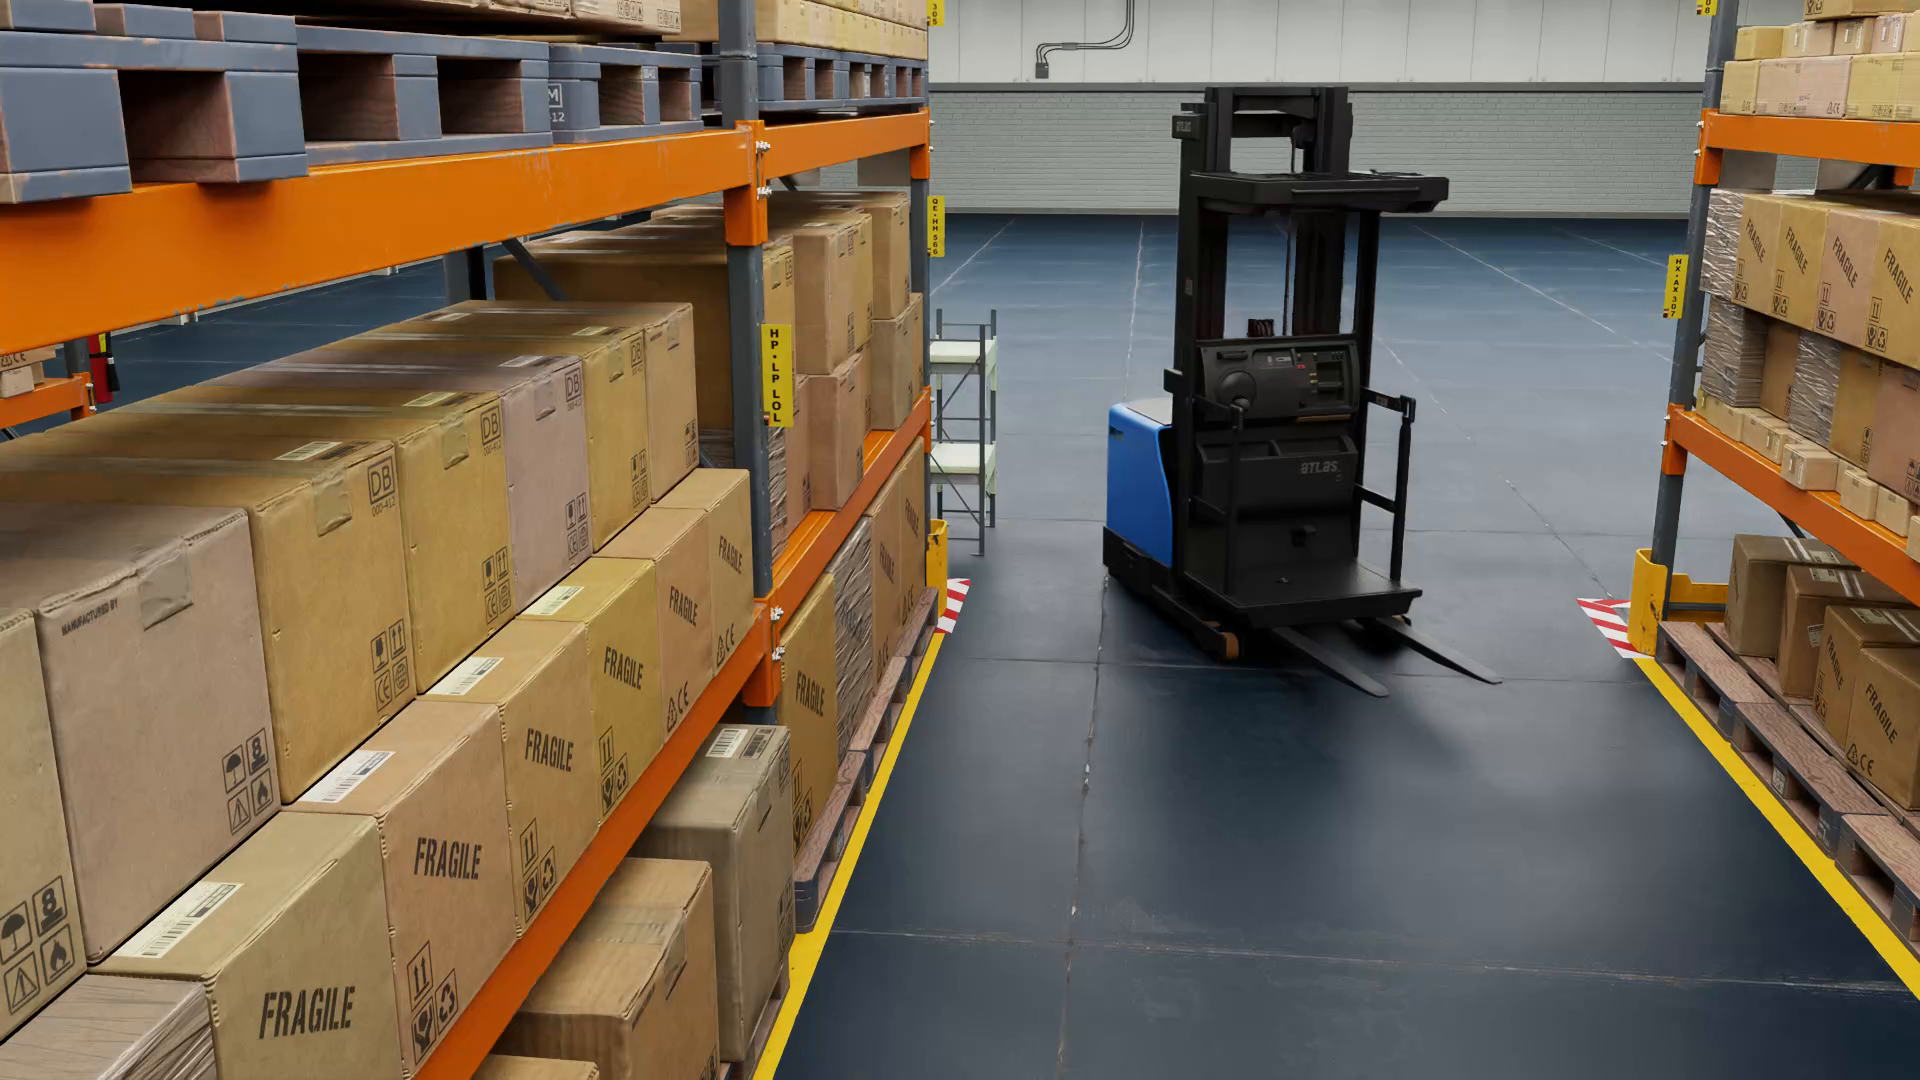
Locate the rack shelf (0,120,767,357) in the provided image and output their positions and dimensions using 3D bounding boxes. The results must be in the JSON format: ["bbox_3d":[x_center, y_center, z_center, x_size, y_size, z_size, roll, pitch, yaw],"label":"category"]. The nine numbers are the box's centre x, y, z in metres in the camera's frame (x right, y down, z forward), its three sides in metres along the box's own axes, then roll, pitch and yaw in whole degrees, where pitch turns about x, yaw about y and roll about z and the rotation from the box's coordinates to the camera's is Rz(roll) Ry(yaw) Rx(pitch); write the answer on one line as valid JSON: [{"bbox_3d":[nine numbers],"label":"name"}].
[{"bbox_3d":[-1.348,-0.594,3.245,1.077,0.370,4.000,2,15,6],"label":"rack shelf"}]

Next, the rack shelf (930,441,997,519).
[{"bbox_3d":[0.001,-0.411,11.058,0.431,0.370,0.720,2,15,6],"label":"rack shelf"}]

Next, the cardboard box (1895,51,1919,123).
[{"bbox_3d":[3.708,-1.609,5.906,0.500,0.250,0.500,2,15,6],"label":"cardboard box"}]

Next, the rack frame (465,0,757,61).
[{"bbox_3d":[-1.122,-2.908,4.677,1.000,3.000,0.127,2,15,6],"label":"rack frame"}]

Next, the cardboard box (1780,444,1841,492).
[{"bbox_3d":[3.711,-0.303,7.017,0.380,0.149,0.250,2,15,6],"label":"cardboard box"}]

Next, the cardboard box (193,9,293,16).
[{"bbox_3d":[-1.544,-1.167,3.247,0.396,0.266,0.258,2,15,6],"label":"cardboard box"}]

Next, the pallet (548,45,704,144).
[{"bbox_3d":[-1.177,-1.129,4.209,0.805,0.209,1.217,1,15,4],"label":"pallet"}]

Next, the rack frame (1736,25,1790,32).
[{"bbox_3d":[4.243,-3.773,7.877,0.949,2.616,0.053,2,15,6],"label":"rack frame"}]

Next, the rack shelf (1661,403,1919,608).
[{"bbox_3d":[4.020,-0.011,6.836,1.077,0.370,4.000,2,15,6],"label":"rack shelf"}]

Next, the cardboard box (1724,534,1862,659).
[{"bbox_3d":[4.159,0.288,8.334,0.500,0.500,0.500,5,16,17],"label":"cardboard box"}]

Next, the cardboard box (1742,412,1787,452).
[{"bbox_3d":[3.879,-0.495,7.727,0.380,0.149,0.250,2,15,6],"label":"cardboard box"}]

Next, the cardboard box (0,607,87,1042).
[{"bbox_3d":[-1.513,0.378,1.910,0.700,0.500,0.500,2,15,6],"label":"cardboard box"}]

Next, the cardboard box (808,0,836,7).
[{"bbox_3d":[-0.734,-2.032,5.905,0.500,0.250,0.500,2,15,6],"label":"cardboard box"}]

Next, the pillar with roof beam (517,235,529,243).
[{"bbox_3d":[-4.522,-10.154,31.475,9.100,9.000,0.400,2,15,6],"label":"pillar with roof beam"}]

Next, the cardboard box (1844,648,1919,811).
[{"bbox_3d":[3.928,0.749,6.628,0.500,0.500,0.500,0,15,1],"label":"cardboard box"}]

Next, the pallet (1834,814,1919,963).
[{"bbox_3d":[3.835,1.331,5.835,1.003,0.211,1.213,2,15,6],"label":"pallet"}]

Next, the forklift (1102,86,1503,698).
[{"bbox_3d":[1.802,-0.883,8.813,1.130,2.935,3.031,-5,16,-16],"label":"forklift"}]

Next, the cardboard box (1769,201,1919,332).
[{"bbox_3d":[3.795,-1.158,7.021,0.500,0.500,0.500,2,15,6],"label":"cardboard box"}]

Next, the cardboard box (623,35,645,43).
[{"bbox_3d":[-1.343,-1.826,5.908,0.380,0.149,0.250,2,15,7],"label":"cardboard box"}]

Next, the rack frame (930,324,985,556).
[{"bbox_3d":[-0.041,-0.631,10.622,0.400,1.500,0.023,2,15,6],"label":"rack frame"}]

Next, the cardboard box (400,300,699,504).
[{"bbox_3d":[-1.173,-0.414,4.840,0.700,0.500,0.500,1,15,5],"label":"cardboard box"}]

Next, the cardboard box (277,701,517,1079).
[{"bbox_3d":[-1.143,0.606,2.984,0.500,0.500,0.500,2,15,6],"label":"cardboard box"}]

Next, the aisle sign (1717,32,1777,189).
[{"bbox_3d":[3.955,-2.157,8.413,0.394,0.787,0.004,2,15,6],"label":"aisle sign"}]

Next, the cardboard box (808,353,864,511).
[{"bbox_3d":[-0.875,-0.461,6.831,0.875,0.550,0.550,2,15,6],"label":"cardboard box"}]

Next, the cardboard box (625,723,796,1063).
[{"bbox_3d":[-1.103,1.035,5.094,1.050,0.750,0.750,2,15,6],"label":"cardboard box"}]

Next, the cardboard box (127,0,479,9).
[{"bbox_3d":[-1.159,-1.075,2.819,0.500,0.311,0.500,1,15,5],"label":"cardboard box"}]

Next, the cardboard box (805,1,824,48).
[{"bbox_3d":[-0.687,-1.806,5.834,0.380,0.149,0.250,2,15,6],"label":"cardboard box"}]

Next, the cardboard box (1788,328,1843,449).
[{"bbox_3d":[4.120,-0.666,7.116,0.875,0.500,0.500,2,15,6],"label":"cardboard box"}]

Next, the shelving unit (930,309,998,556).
[{"bbox_3d":[0.001,-0.726,10.973,0.431,1.500,0.755,2,15,6],"label":"shelving unit"}]

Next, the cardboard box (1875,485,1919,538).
[{"bbox_3d":[3.717,-0.106,6.288,0.380,0.149,0.250,2,15,6],"label":"cardboard box"}]

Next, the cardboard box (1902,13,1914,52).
[{"bbox_3d":[3.806,-1.910,6.256,0.380,0.149,0.250,1,15,4],"label":"cardboard box"}]

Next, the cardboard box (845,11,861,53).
[{"bbox_3d":[-0.602,-2.005,6.568,0.380,0.149,0.250,2,15,6],"label":"cardboard box"}]

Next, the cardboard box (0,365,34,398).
[{"bbox_3d":[-5.349,-0.876,9.135,0.380,0.149,0.250,2,15,6],"label":"cardboard box"}]

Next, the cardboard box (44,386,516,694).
[{"bbox_3d":[-1.344,-0.019,3.378,0.700,0.500,0.500,2,15,6],"label":"cardboard box"}]

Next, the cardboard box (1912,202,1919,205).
[{"bbox_3d":[4.320,-1.142,6.964,0.500,0.500,0.500,2,15,6],"label":"cardboard box"}]

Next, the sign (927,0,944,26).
[{"bbox_3d":[-0.133,-2.867,8.728,0.100,0.325,0.005,2,15,6],"label":"sign"}]

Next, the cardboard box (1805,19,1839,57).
[{"bbox_3d":[3.821,-2.116,7.017,0.380,0.149,0.250,2,15,6],"label":"cardboard box"}]

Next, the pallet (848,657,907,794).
[{"bbox_3d":[-0.824,0.822,7.719,1.003,0.211,1.213,2,15,6],"label":"pallet"}]

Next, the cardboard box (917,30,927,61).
[{"bbox_3d":[-0.372,-2.531,8.515,0.380,0.149,0.250,2,15,6],"label":"cardboard box"}]

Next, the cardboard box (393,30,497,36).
[{"bbox_3d":[-1.439,-1.497,4.467,0.258,0.266,0.396,1,15,5],"label":"cardboard box"}]

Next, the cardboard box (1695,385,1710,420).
[{"bbox_3d":[3.977,-0.689,8.445,0.380,0.149,0.250,2,15,6],"label":"cardboard box"}]

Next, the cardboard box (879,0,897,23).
[{"bbox_3d":[-0.563,-2.425,7.358,0.500,0.250,0.500,2,15,6],"label":"cardboard box"}]

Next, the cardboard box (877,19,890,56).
[{"bbox_3d":[-0.516,-2.202,7.296,0.380,0.149,0.250,2,15,7],"label":"cardboard box"}]

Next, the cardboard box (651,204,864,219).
[{"bbox_3d":[-0.920,-1.262,7.725,0.875,0.550,0.550,2,15,6],"label":"cardboard box"}]

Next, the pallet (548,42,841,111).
[{"bbox_3d":[-1.020,-1.629,5.864,1.003,0.211,1.213,2,15,6],"label":"pallet"}]

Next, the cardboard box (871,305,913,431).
[{"bbox_3d":[-0.708,-0.881,8.387,0.875,0.550,0.550,2,15,6],"label":"cardboard box"}]

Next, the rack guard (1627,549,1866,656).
[{"bbox_3d":[4.237,0.349,8.913,1.175,0.500,0.348,2,15,6],"label":"rack guard"}]

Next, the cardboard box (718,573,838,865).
[{"bbox_3d":[-0.982,0.650,6.279,0.875,0.875,0.875,2,15,7],"label":"cardboard box"}]

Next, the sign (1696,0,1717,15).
[{"bbox_3d":[3.707,-2.763,8.213,0.100,0.325,0.005,2,15,6],"label":"sign"}]

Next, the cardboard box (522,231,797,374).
[{"bbox_3d":[-1.100,-0.847,6.190,0.875,0.550,0.550,2,15,6],"label":"cardboard box"}]

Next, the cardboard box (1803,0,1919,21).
[{"bbox_3d":[3.810,-2.381,6.757,0.500,0.500,0.500,2,15,6],"label":"cardboard box"}]

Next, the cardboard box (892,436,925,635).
[{"bbox_3d":[-0.682,-0.049,8.862,0.875,0.875,0.875,2,15,7],"label":"cardboard box"}]

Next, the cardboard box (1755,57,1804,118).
[{"bbox_3d":[3.883,-2.002,7.359,0.500,0.250,0.500,1,15,5],"label":"cardboard box"}]
